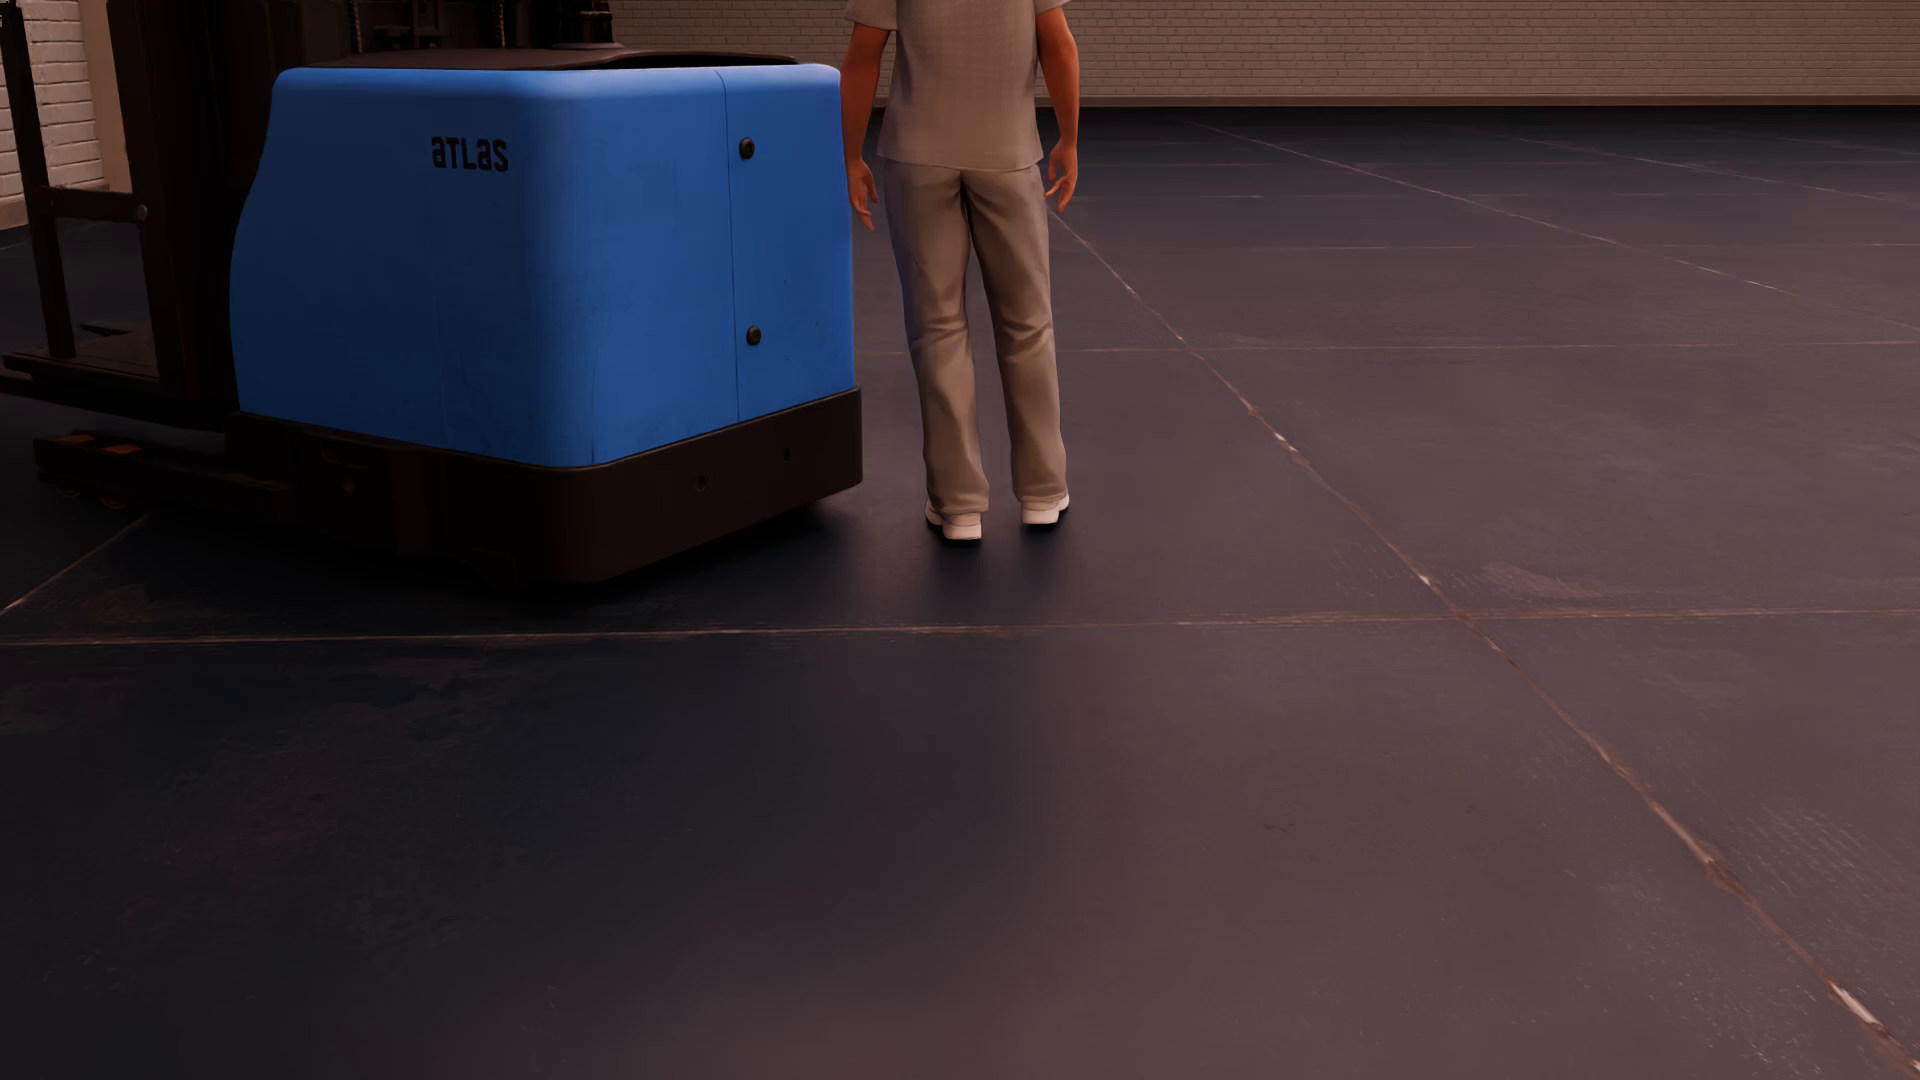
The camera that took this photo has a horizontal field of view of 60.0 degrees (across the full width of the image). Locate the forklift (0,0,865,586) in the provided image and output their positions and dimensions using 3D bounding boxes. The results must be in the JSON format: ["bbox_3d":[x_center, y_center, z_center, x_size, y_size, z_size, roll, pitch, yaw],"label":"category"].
[{"bbox_3d":[-1.806,-1.575,4.055,3.031,2.935,1.130,8,19,23],"label":"forklift"}]

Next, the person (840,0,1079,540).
[{"bbox_3d":[0.010,-0.830,3.742,0.549,1.673,0.548,-1,17,-3],"label":"person"}]
